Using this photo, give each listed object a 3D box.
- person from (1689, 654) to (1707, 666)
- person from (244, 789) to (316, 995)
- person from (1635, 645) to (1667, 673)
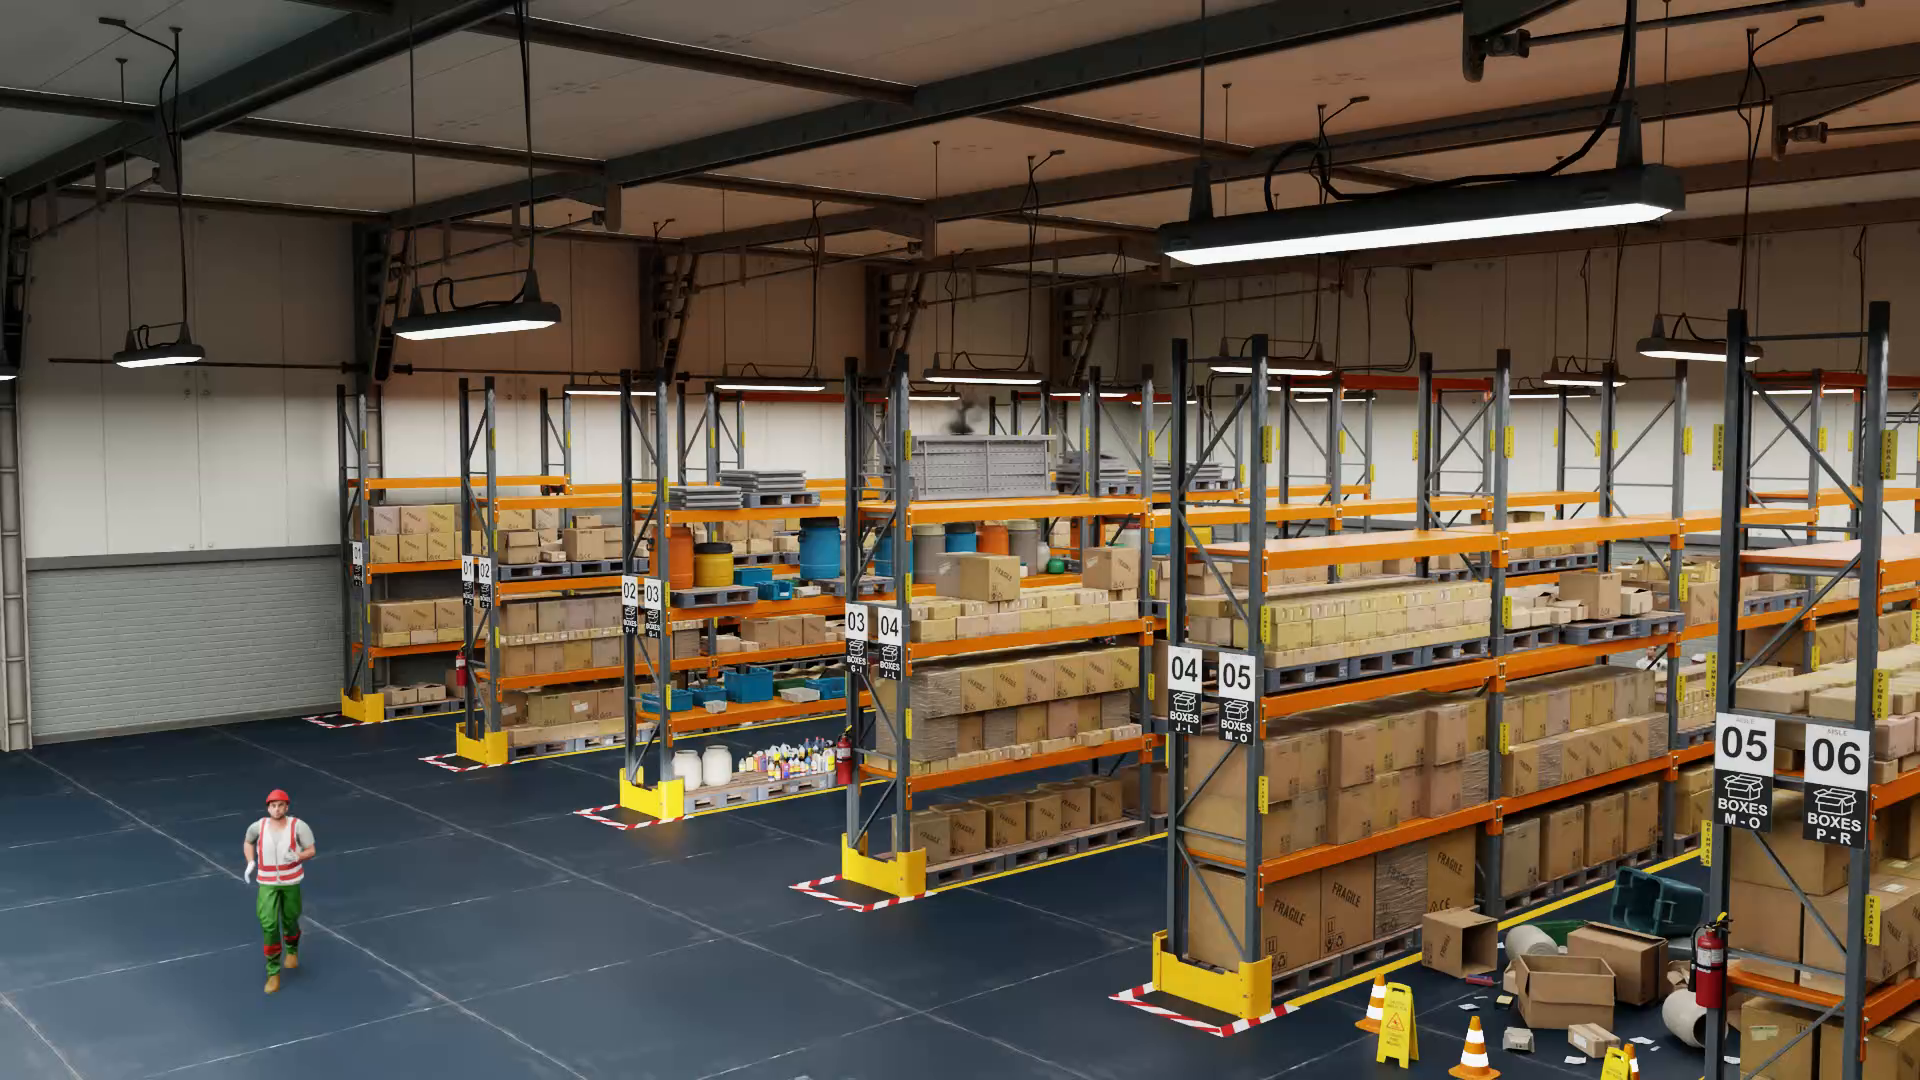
[{"bbox_3d":[11.464,2.620,25.667,0.672,1.741,0.721,-2,4,-30],"label":"person"},{"bbox_3d":[-6.373,3.237,15.587,0.640,1.824,0.814,-1,4,-18],"label":"person"},{"bbox_3d":[11.471,2.532,27.555,0.619,1.727,0.617,-4,5,-44],"label":"person"}]
